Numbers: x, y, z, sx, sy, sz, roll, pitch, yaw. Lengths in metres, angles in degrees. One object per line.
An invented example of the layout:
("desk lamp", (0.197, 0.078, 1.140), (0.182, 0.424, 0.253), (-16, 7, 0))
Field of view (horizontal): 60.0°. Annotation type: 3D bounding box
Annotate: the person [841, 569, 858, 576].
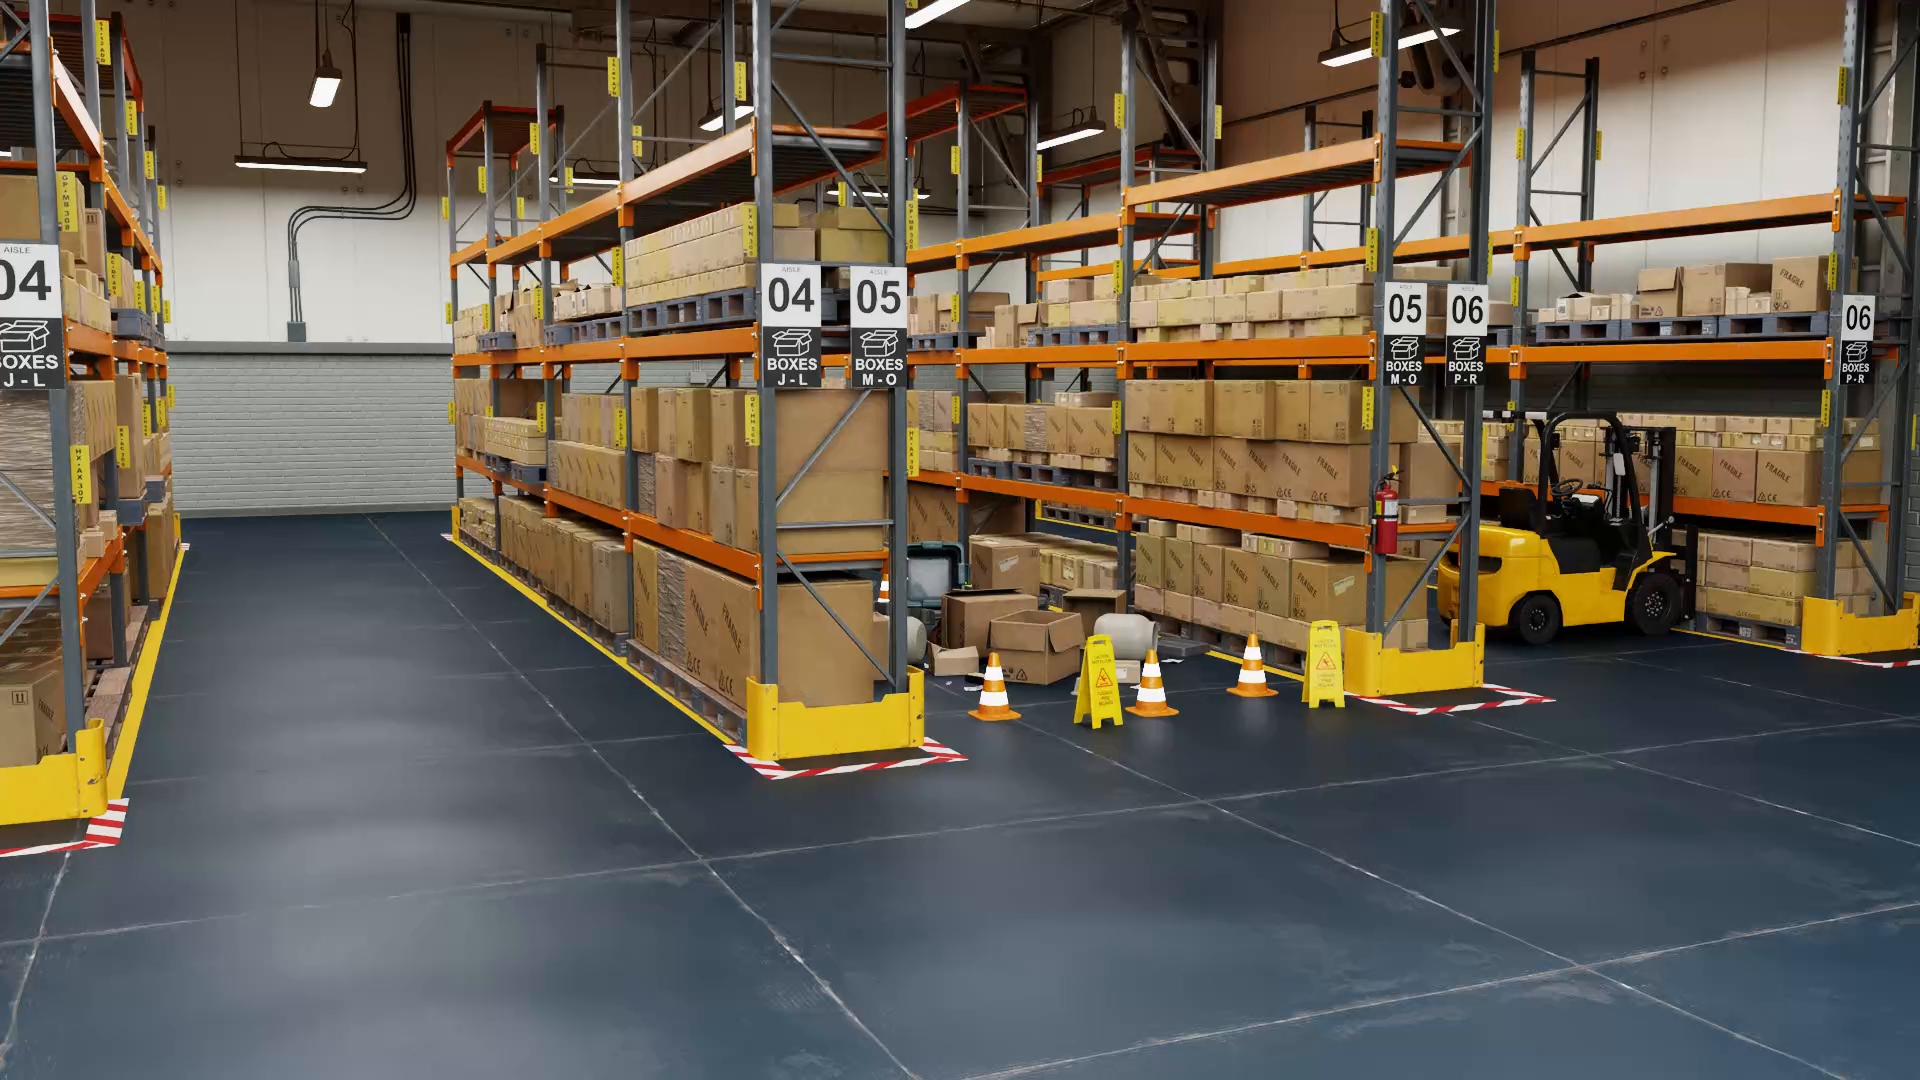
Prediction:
("person", (-1.314, -0.130, 18.559), (0.375, 1.599, 0.504), (-3, 6, -25))
